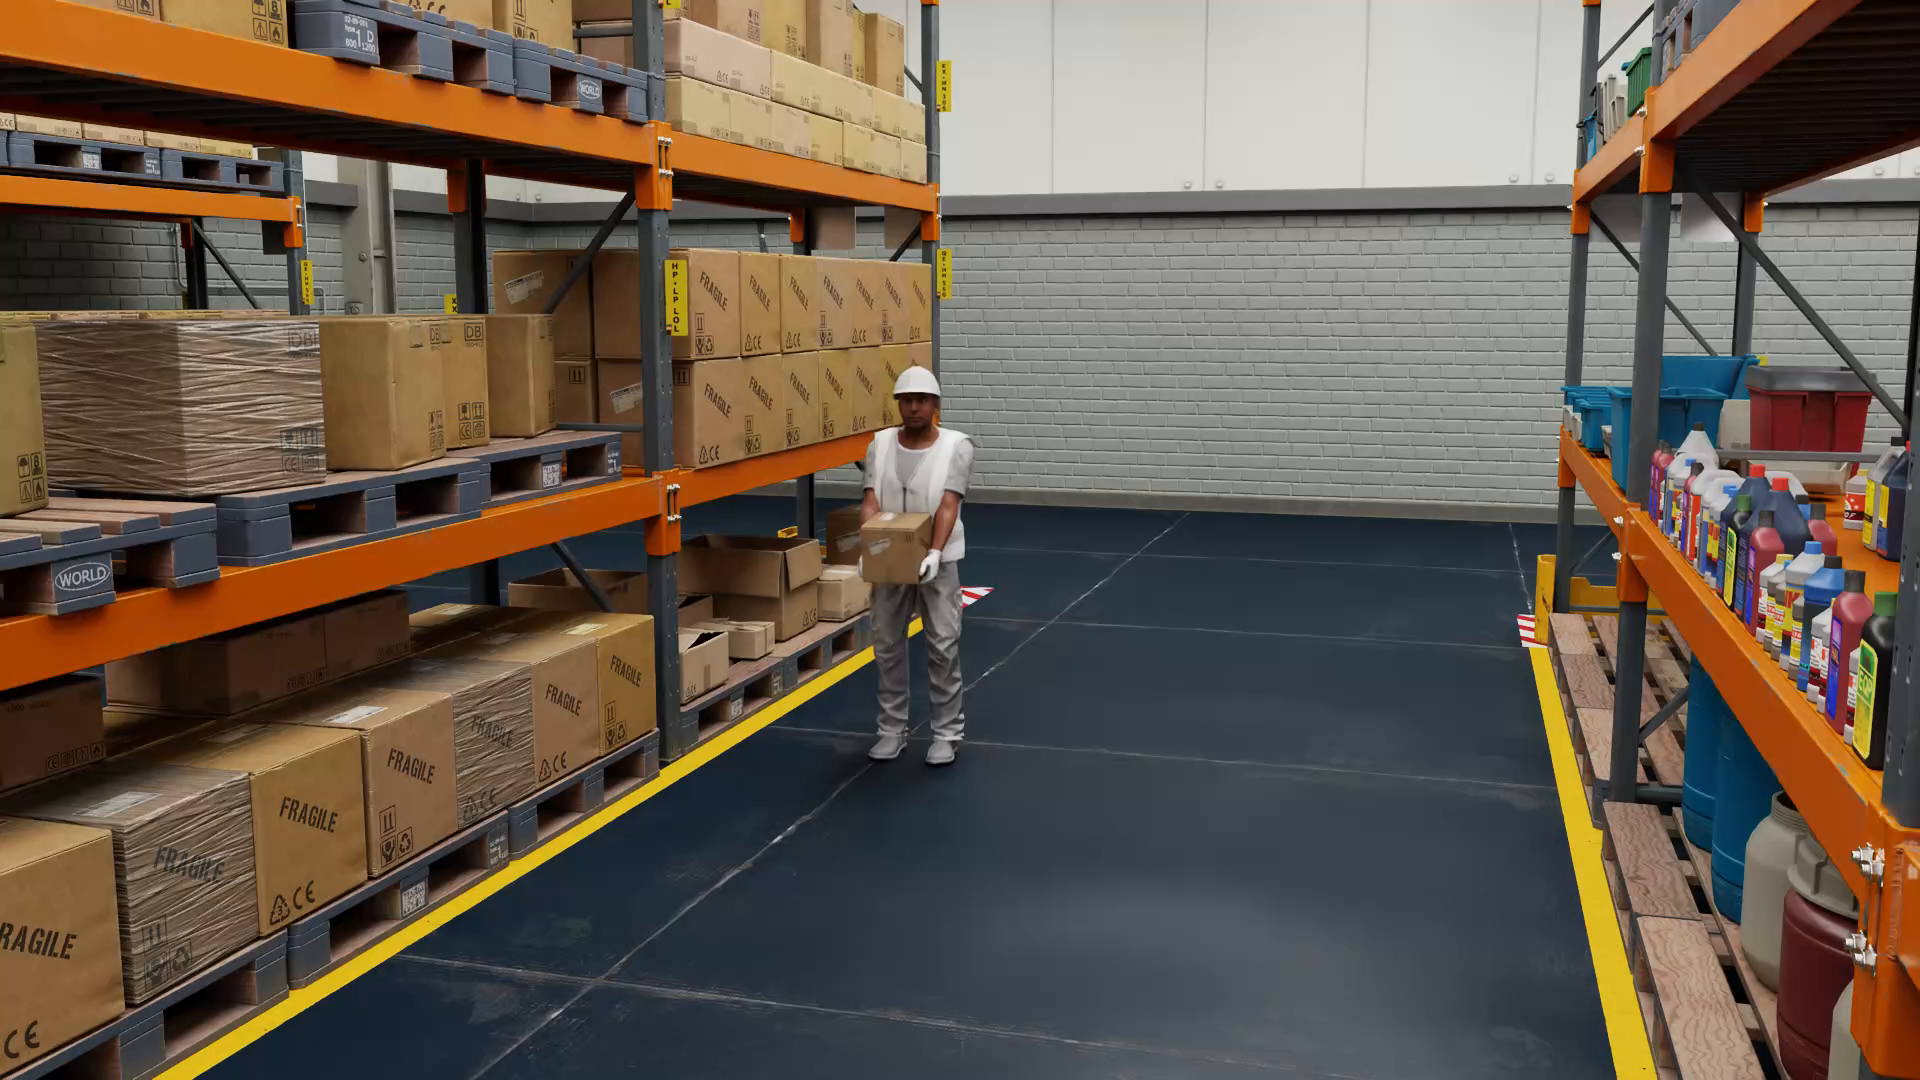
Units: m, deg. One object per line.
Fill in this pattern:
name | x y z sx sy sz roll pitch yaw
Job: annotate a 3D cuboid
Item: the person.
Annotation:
person | -0.207 0.121 7.430 0.492 1.779 0.577 2 9 15
